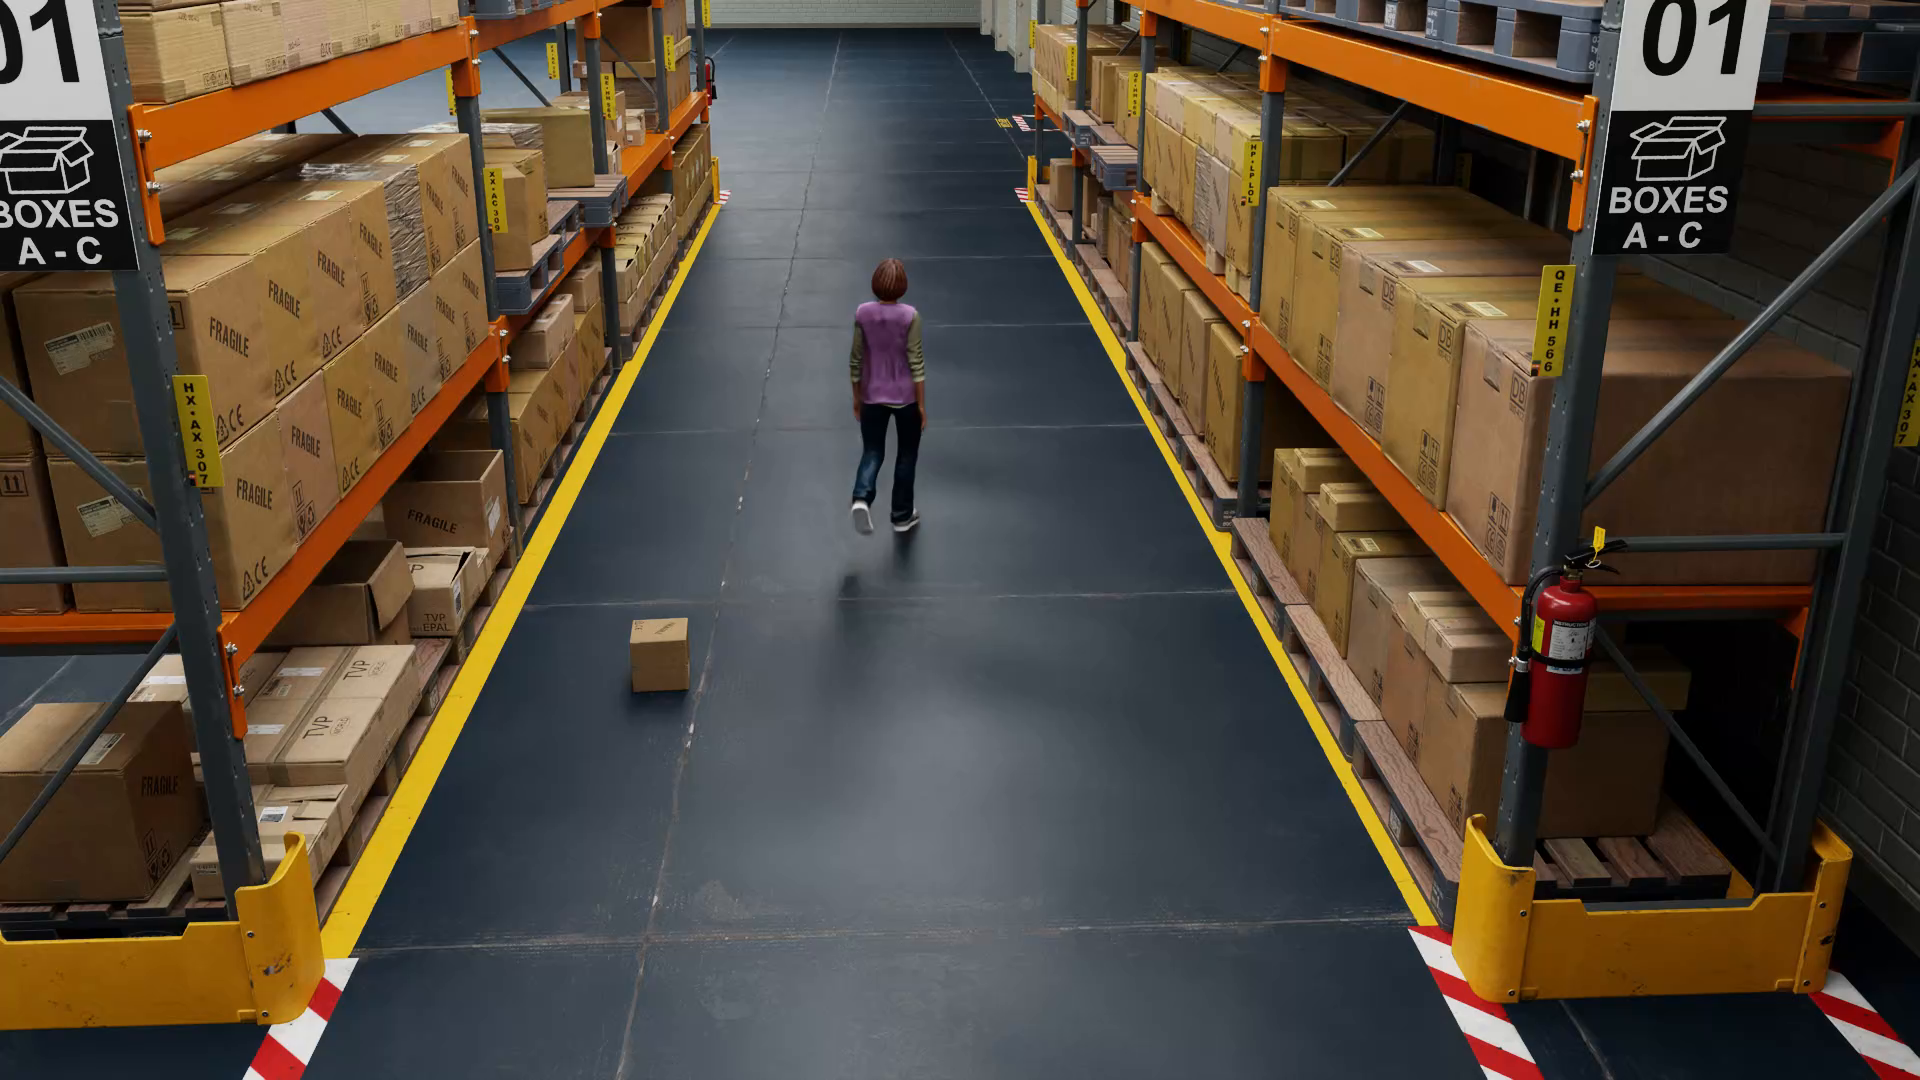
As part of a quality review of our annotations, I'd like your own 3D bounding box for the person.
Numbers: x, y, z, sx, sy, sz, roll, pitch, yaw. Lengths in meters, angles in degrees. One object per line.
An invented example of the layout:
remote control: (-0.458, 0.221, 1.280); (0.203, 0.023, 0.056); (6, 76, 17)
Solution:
person: (-0.397, -0.752, 9.043); (0.429, 1.569, 0.678); (4, 21, 10)
